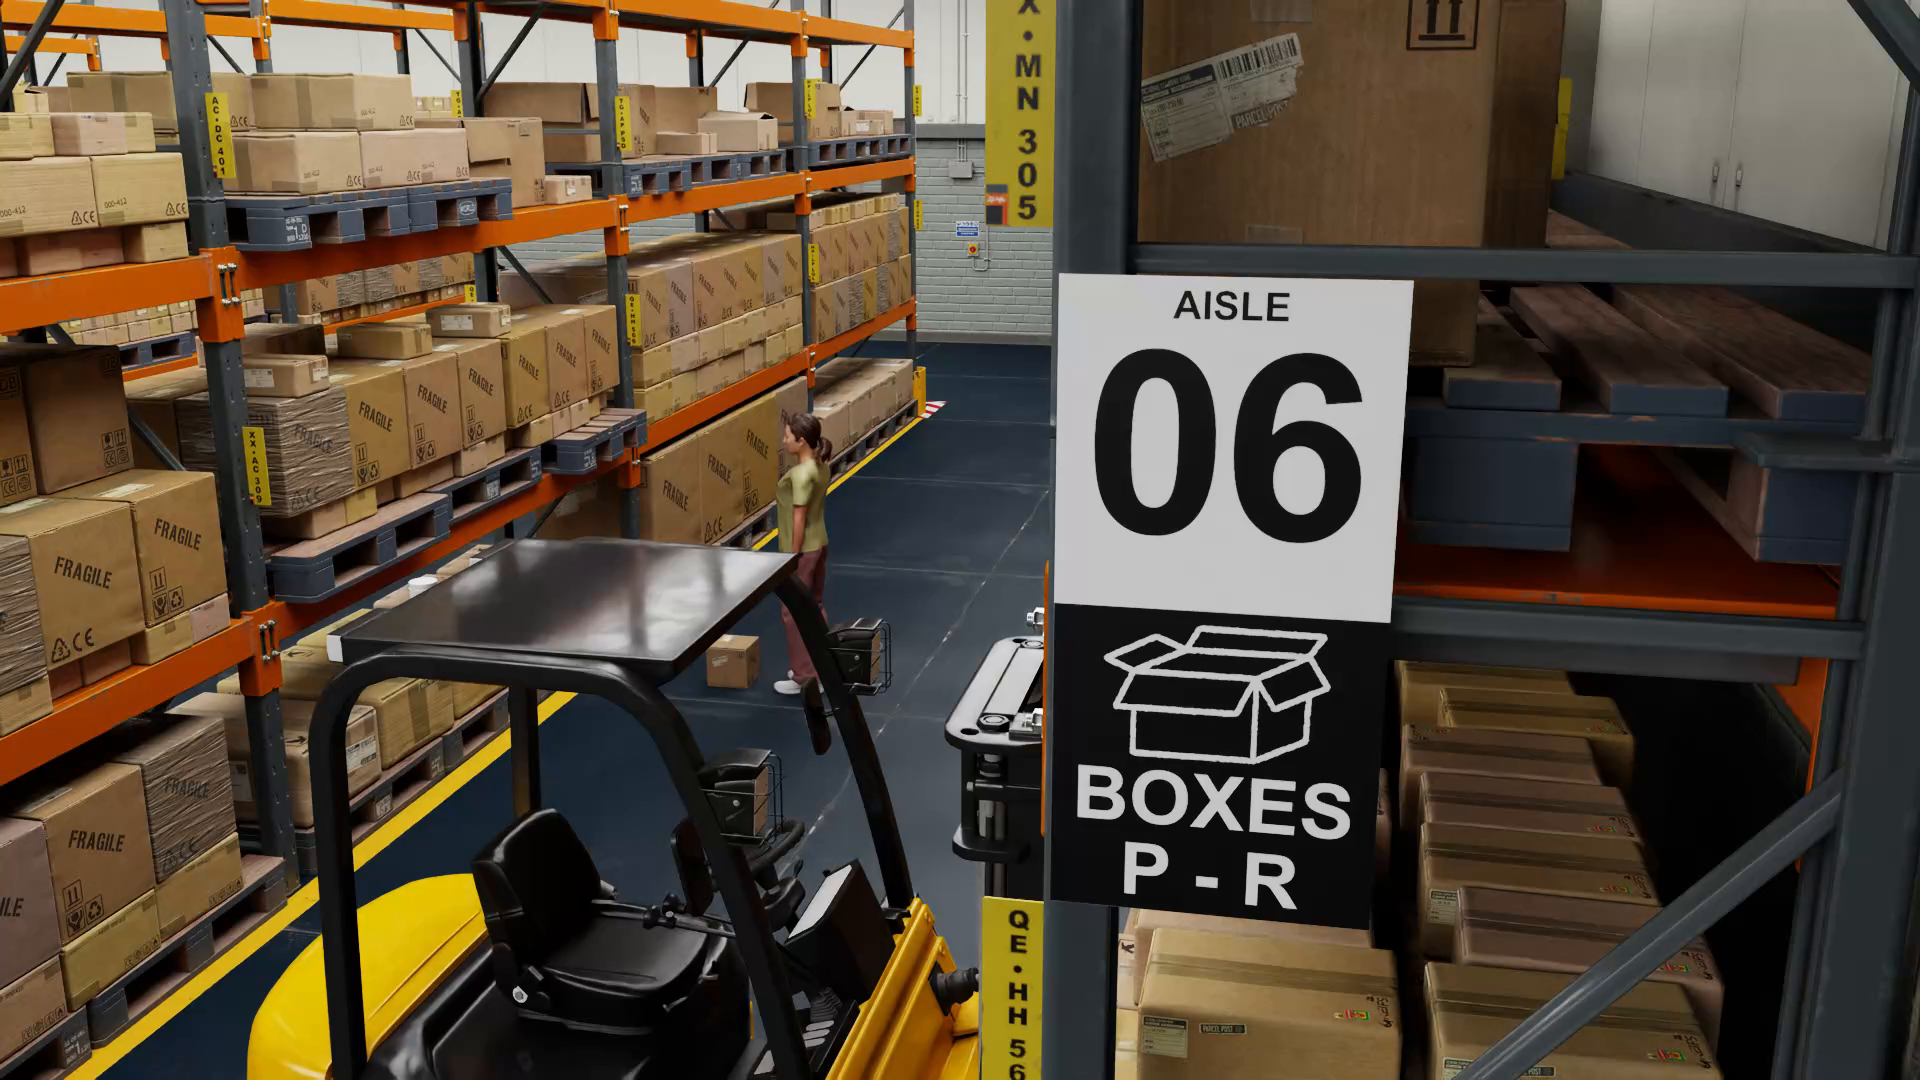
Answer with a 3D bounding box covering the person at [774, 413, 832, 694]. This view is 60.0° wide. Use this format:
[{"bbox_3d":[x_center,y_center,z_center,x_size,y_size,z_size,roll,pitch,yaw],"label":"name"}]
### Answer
[{"bbox_3d":[-0.906,0.077,9.737,0.365,1.670,0.442,3,15,12],"label":"person"}]
